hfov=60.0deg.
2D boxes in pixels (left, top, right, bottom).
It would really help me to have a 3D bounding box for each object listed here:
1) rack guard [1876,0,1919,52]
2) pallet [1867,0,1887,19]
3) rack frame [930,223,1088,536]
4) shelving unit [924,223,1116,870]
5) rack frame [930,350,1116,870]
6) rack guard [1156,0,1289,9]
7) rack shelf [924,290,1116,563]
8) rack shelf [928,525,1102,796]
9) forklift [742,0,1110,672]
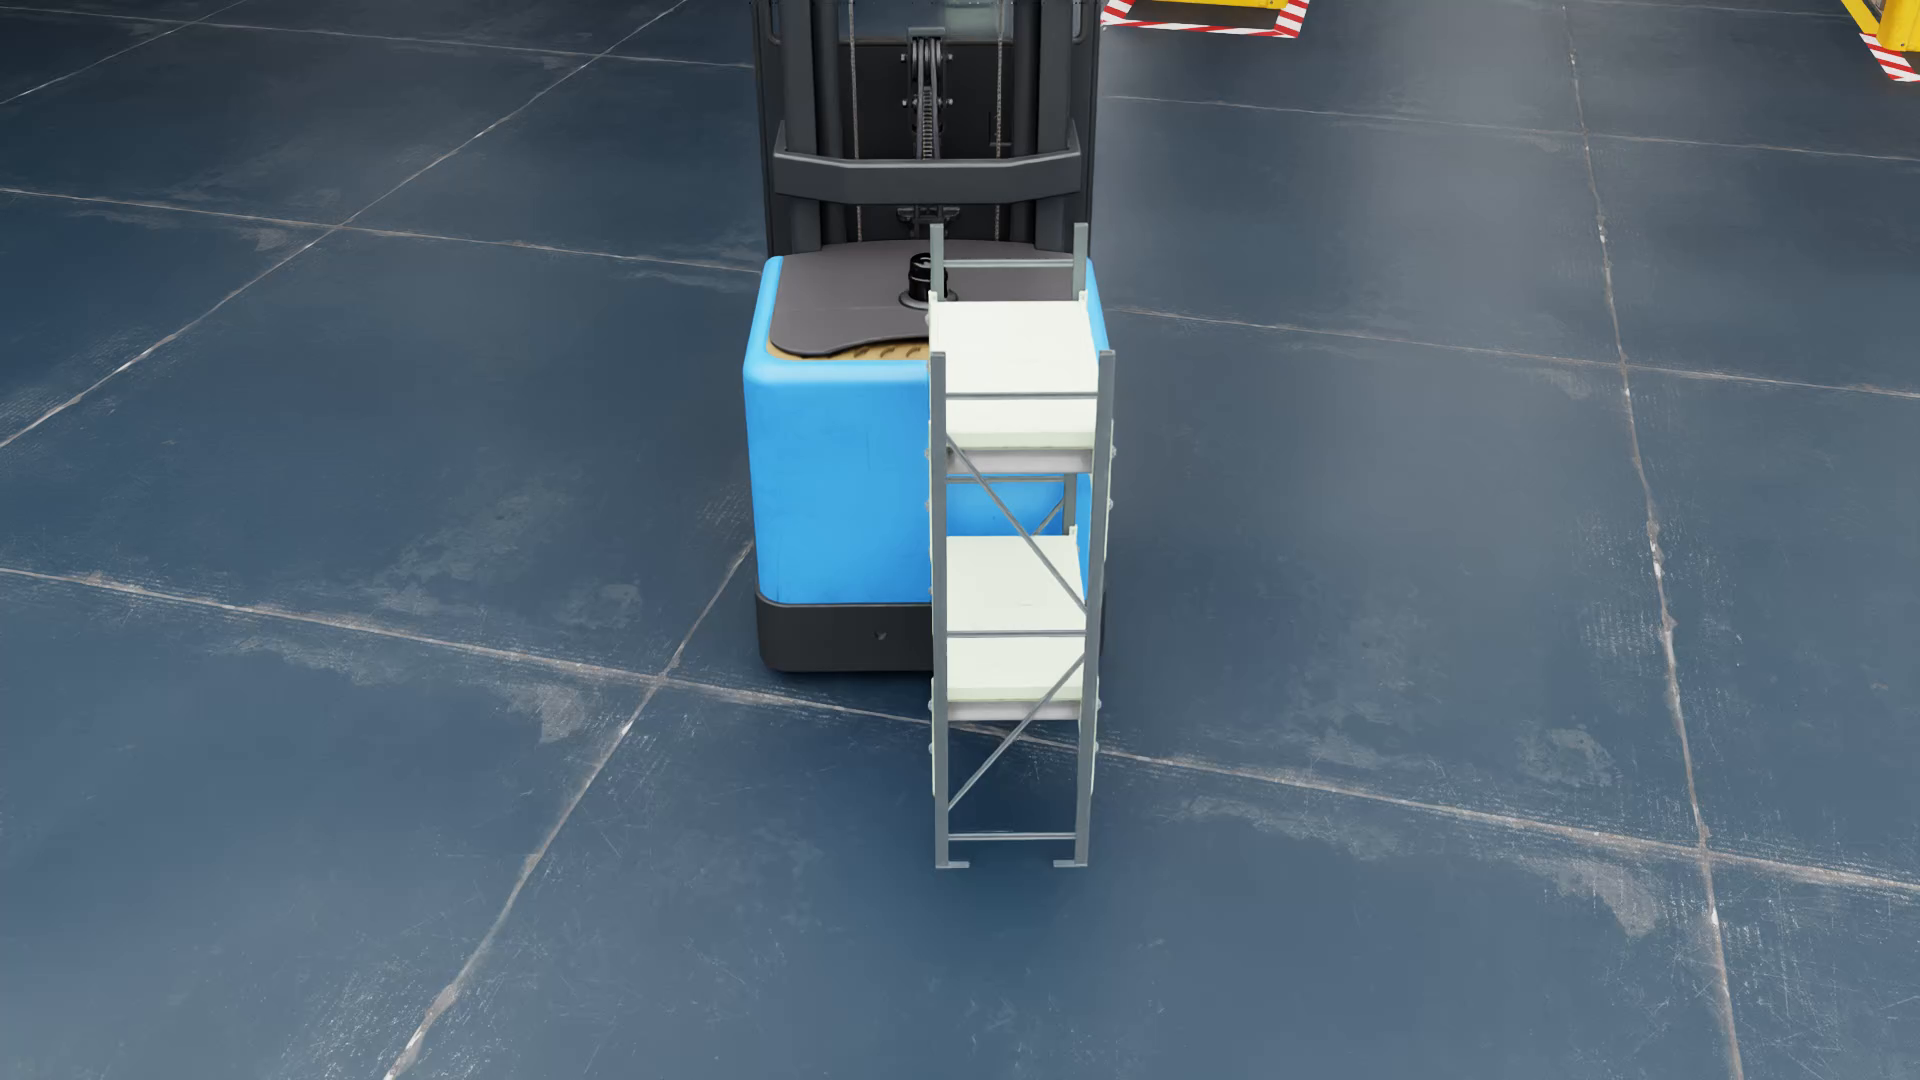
[{"bbox_3d":[6.569,-3.380,10.601,1.175,0.500,0.348,8,33,12],"label":"rack guard"},{"bbox_3d":[6.809,-3.675,11.334,1.003,0.211,1.213,8,33,12],"label":"pallet"},{"bbox_3d":[0.124,-0.164,4.610,0.400,1.500,0.023,0,32,-1],"label":"rack frame"},{"bbox_3d":[0.130,0.032,4.301,0.431,1.500,0.755,0,32,-1],"label":"shelving unit"},{"bbox_3d":[0.136,0.228,3.993,0.400,1.500,0.023,0,32,-1],"label":"rack frame"},{"bbox_3d":[1.733,-4.061,11.672,1.175,0.500,0.348,8,33,12],"label":"rack guard"},{"bbox_3d":[0.130,-0.297,4.092,0.431,0.370,0.720,0,32,-1],"label":"rack shelf"},{"bbox_3d":[0.130,0.307,4.476,0.431,0.370,0.720,0,32,-1],"label":"rack shelf"},{"bbox_3d":[-0.109,-1.596,5.528,1.130,2.935,3.031,0,32,-1],"label":"forklift"}]
